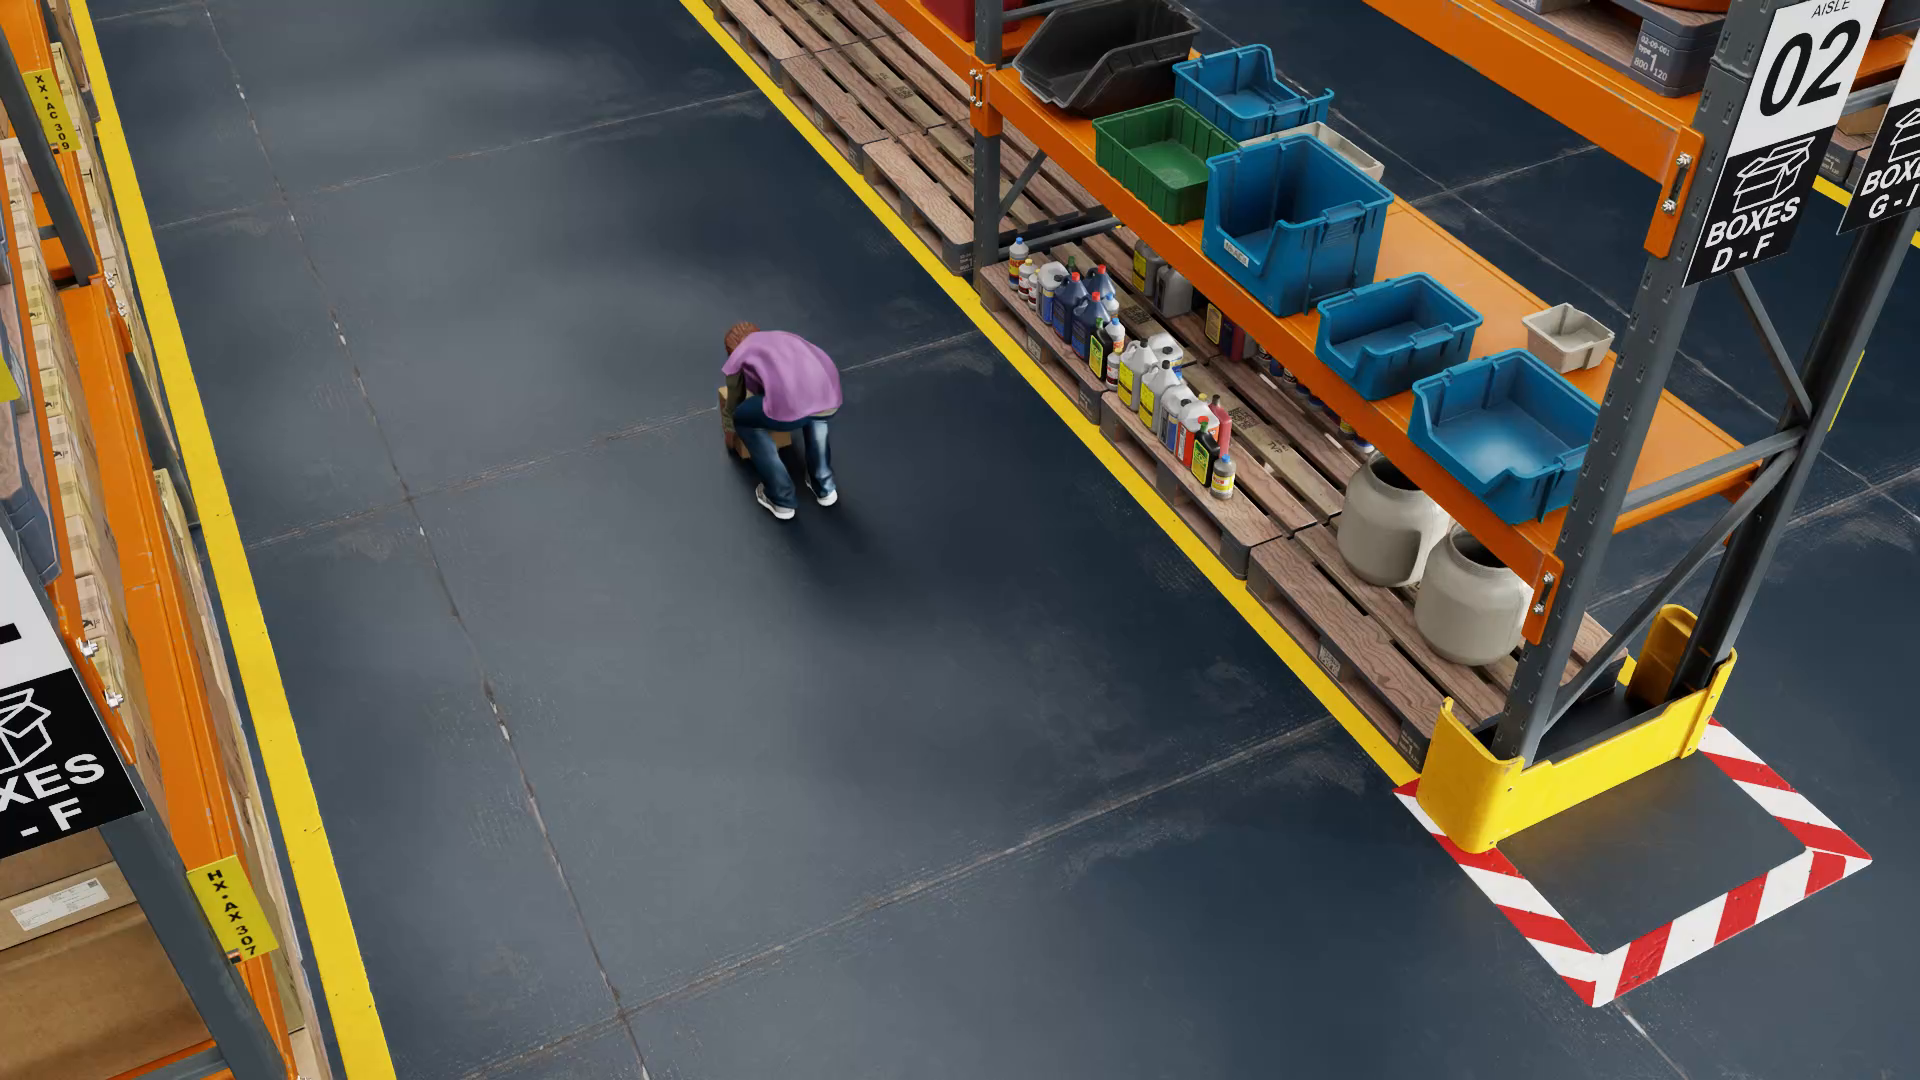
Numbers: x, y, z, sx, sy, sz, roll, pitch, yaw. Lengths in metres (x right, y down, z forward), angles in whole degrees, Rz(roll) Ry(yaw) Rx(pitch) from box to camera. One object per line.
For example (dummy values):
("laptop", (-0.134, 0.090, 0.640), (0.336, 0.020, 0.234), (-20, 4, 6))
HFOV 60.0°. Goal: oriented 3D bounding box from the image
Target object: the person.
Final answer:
("person", (-0.799, -0.591, 7.389), (0.403, 0.846, 0.854), (-21, 46, -22))
